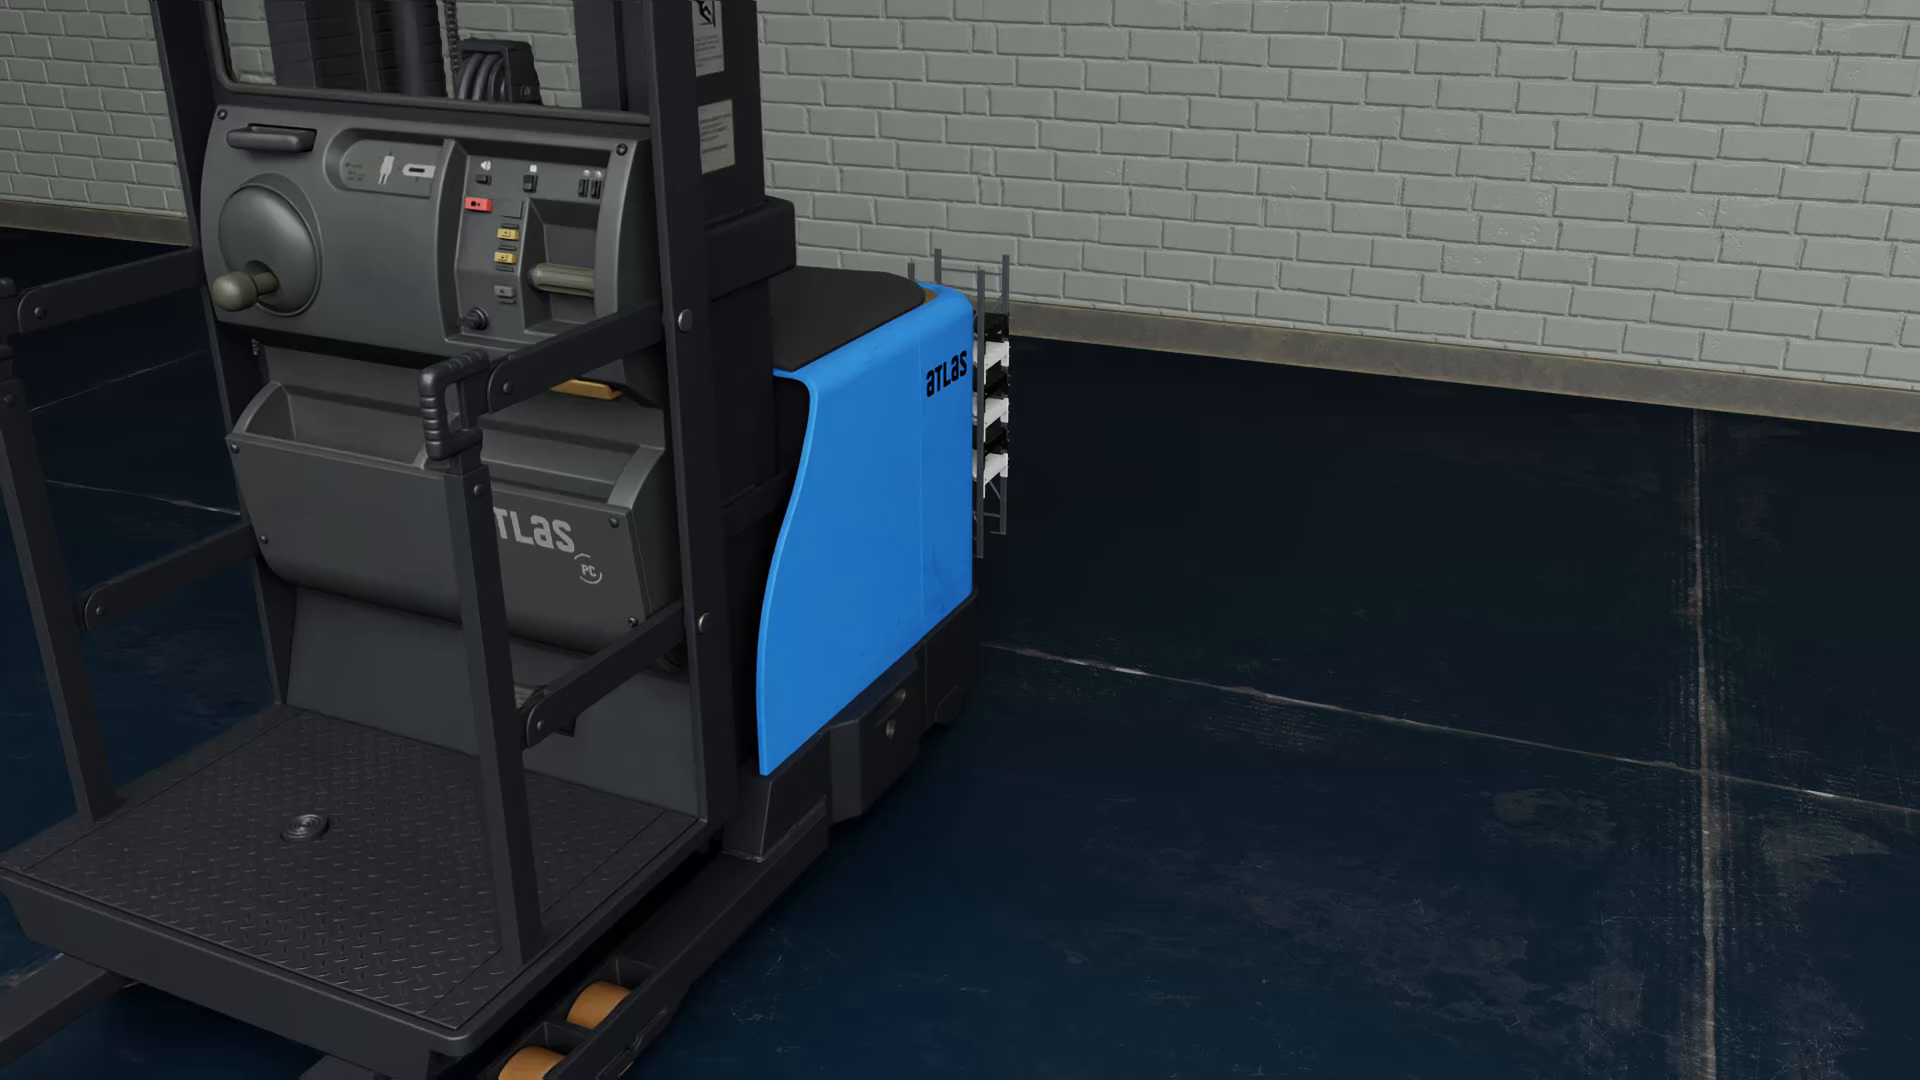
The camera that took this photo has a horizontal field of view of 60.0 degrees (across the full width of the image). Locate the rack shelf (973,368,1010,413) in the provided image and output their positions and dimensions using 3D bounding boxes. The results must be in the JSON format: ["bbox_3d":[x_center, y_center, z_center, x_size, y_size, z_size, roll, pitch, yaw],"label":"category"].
[{"bbox_3d":[-0.003,-0.465,5.048,0.258,0.077,0.200,9,24,20],"label":"rack shelf"}]

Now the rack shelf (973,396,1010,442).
[{"bbox_3d":[-0.003,-0.382,5.082,0.258,0.077,0.200,9,24,20],"label":"rack shelf"}]

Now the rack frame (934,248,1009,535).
[{"bbox_3d":[0.035,-0.449,5.157,0.240,0.900,0.006,9,24,20],"label":"rack frame"}]

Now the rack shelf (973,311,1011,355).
[{"bbox_3d":[-0.003,-0.631,4.978,0.258,0.077,0.200,9,24,20],"label":"rack shelf"}]

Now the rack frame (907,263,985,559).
[{"bbox_3d":[-0.041,-0.376,4.982,0.240,0.900,0.006,9,24,20],"label":"rack frame"}]

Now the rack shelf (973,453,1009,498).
[{"bbox_3d":[-0.003,-0.215,5.152,0.258,0.077,0.200,9,24,20],"label":"rack shelf"}]

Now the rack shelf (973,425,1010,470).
[{"bbox_3d":[-0.003,-0.299,5.117,0.258,0.077,0.200,9,24,20],"label":"rack shelf"}]

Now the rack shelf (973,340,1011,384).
[{"bbox_3d":[-0.003,-0.548,5.013,0.258,0.077,0.200,9,24,20],"label":"rack shelf"}]

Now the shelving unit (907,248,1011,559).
[{"bbox_3d":[-0.003,-0.412,5.070,0.258,0.900,0.210,9,24,20],"label":"shelving unit"}]

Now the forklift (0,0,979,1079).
[{"bbox_3d":[-1.041,-0.520,2.693,1.130,2.935,3.031,10,25,23],"label":"forklift"}]
